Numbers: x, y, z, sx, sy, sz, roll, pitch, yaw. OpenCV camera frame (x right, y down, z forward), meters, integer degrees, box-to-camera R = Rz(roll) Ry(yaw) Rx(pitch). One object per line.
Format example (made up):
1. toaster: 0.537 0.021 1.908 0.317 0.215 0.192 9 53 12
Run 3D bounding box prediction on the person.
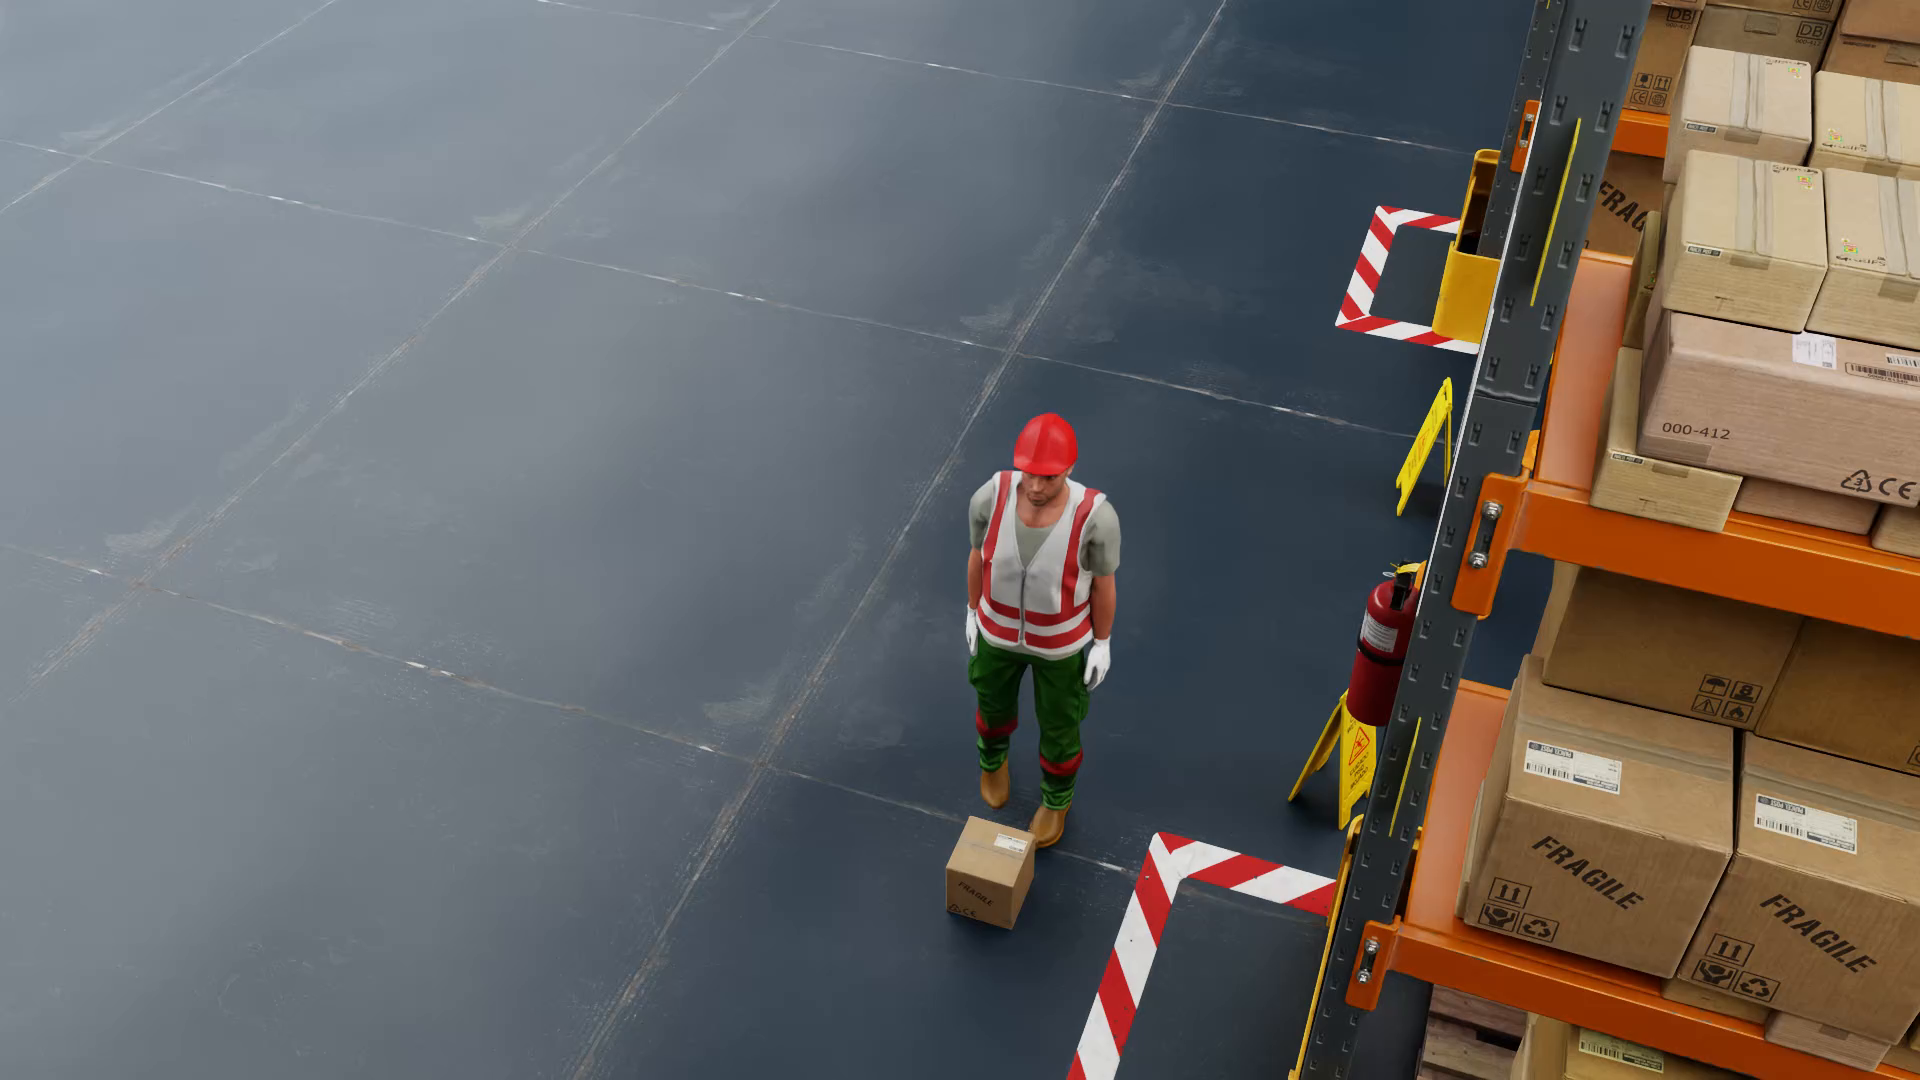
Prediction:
1. person: 0.259 0.347 5.766 0.535 1.823 0.434 13 43 14
